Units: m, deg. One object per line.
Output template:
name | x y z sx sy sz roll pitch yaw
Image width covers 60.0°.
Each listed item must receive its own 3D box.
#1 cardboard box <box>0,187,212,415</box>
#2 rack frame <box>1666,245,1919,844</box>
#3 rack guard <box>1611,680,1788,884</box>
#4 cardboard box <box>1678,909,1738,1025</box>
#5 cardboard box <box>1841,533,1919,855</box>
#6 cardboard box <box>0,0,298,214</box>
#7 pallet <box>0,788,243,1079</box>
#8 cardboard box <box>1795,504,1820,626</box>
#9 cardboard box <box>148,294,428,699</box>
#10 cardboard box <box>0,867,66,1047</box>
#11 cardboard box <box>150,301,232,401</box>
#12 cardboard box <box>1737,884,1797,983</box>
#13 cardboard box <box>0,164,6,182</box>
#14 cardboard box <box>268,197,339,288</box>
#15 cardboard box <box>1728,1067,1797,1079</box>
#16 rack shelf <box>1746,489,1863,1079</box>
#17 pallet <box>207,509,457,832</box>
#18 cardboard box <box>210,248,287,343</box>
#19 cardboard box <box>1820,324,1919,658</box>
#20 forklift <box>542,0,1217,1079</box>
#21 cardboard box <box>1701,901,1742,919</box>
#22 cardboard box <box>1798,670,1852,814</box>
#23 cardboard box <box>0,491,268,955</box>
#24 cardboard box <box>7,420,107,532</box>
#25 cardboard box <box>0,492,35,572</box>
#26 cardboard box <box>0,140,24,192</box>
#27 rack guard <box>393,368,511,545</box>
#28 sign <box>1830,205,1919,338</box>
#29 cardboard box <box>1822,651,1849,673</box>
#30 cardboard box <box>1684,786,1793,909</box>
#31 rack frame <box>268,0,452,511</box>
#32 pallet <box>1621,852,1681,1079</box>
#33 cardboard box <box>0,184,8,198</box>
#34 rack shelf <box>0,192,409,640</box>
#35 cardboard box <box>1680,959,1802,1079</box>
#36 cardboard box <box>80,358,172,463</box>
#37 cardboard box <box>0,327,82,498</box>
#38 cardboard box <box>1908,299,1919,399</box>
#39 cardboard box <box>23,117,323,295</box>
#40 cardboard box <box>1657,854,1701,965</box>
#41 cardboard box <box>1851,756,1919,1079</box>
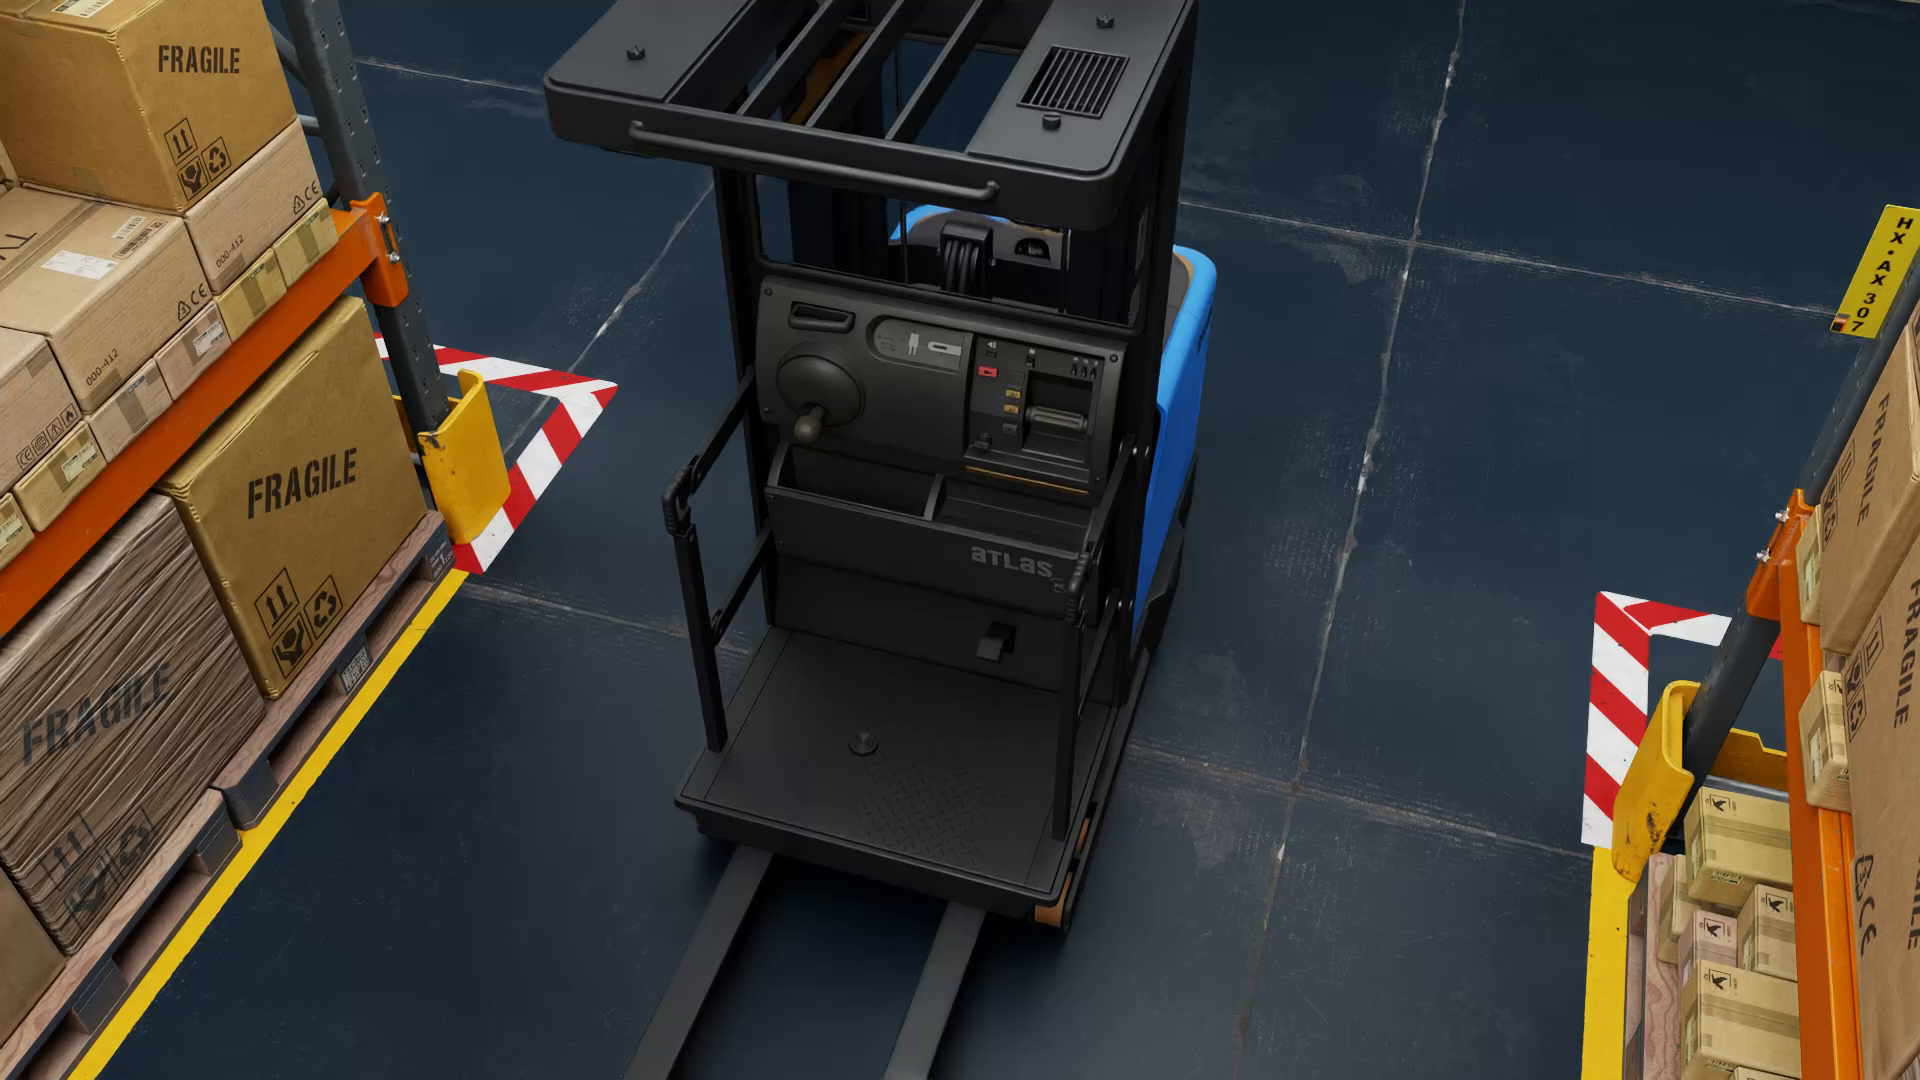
cardboard box | -2.247 -0.601 4.114 0.500 0.250 0.500 12 46 12
rack frame | 2.497 -0.148 3.756 1.000 3.000 0.127 13 46 13
rack guard | 2.474 0.796 4.579 1.175 0.500 0.348 13 46 13
cardboard box | 1.957 1.080 4.027 0.380 0.149 0.250 12 46 12
cardboard box | 1.960 0.313 3.001 0.500 0.500 0.500 13 46 13
cardboard box | -2.096 -1.206 4.196 0.500 0.500 0.500 13 46 13
pallet | -2.738 1.091 4.484 1.003 0.211 1.213 13 46 12
cardboard box | 2.087 0.089 3.694 0.380 0.149 0.250 12 46 12
cardboard box | -2.317 -0.213 5.042 0.875 0.875 0.875 13 46 13
cardboard box | -2.862 0.987 3.815 0.875 0.875 0.875 13 46 13
cardboard box | -2.148 -0.527 4.324 0.380 0.149 0.250 13 46 13
cardboard box | 2.046 0.995 3.901 0.380 0.149 0.250 13 46 13
cardboard box | -2.753 -0.990 3.976 0.500 0.500 0.500 12 46 12
cardboard box | -1.993 -0.869 4.673 0.380 0.149 0.250 13 46 13
cardboard box | 1.851 1.319 3.570 0.380 0.149 0.250 10 45 11
rack shelf | 1.892 1.443 2.645 1.077 0.370 4.000 13 46 13
pallet | -2.367 0.281 5.312 1.003 0.211 1.213 13 46 13
cardboard box | -2.070 -0.695 4.495 0.380 0.149 0.250 13 46 13
cardboard box | 2.098 -0.049 3.371 0.500 0.500 0.500 15 46 14
forklift | -0.125 -0.291 3.952 1.130 2.935 3.031 13 46 12
cardboard box | 2.094 0.910 4.201 0.380 0.149 0.250 14 46 14
cardboard box | 1.917 0.435 3.340 0.380 0.149 0.250 11 46 11
cardboard box | -2.592 0.394 4.422 0.875 0.875 0.875 13 46 13
cardboard box | -2.301 -0.188 3.977 0.380 0.149 0.250 12 46 12
cardboard box | -2.379 -0.015 3.800 0.380 0.149 0.250 13 46 13
cardboard box | -2.602 -1.055 4.578 0.500 0.250 0.500 11 46 11
rack guard | -2.192 -0.388 5.789 1.175 0.500 0.348 13 46 13
sign | 1.980 -0.572 3.571 0.100 0.325 0.005 13 46 13
cardboard box | 2.049 0.267 3.512 0.380 0.149 0.250 14 46 14
cardboard box | 2.015 0.786 4.115 0.380 0.149 0.250 11 45 11
rack frame | -2.199 -1.266 4.899 1.000 3.000 0.127 13 46 13
pallet | 2.195 1.434 4.134 1.003 0.211 1.213 13 46 13
cardboard box | -2.753 -0.708 4.223 0.500 0.250 0.500 12 46 12
rack shelf | -2.805 0.325 3.788 1.077 0.370 4.000 13 46 13
cardboard box | 1.848 1.136 3.757 0.380 0.149 0.250 12 46 12
cardboard box | -2.224 -0.361 4.154 0.380 0.149 0.250 13 46 13
cardboard box | -2.401 -0.262 3.767 0.500 0.250 0.500 11 45 11
cardboard box | 2.108 -0.404 3.019 0.500 0.500 0.500 12 46 12
cardboard box | -2.093 -0.939 4.459 0.500 0.250 0.500 12 46 12
cardboard box | 2.034 1.003 4.319 0.380 0.149 0.250 13 46 13
cardboard box | 1.800 0.637 2.670 0.500 0.500 0.500 13 46 13
